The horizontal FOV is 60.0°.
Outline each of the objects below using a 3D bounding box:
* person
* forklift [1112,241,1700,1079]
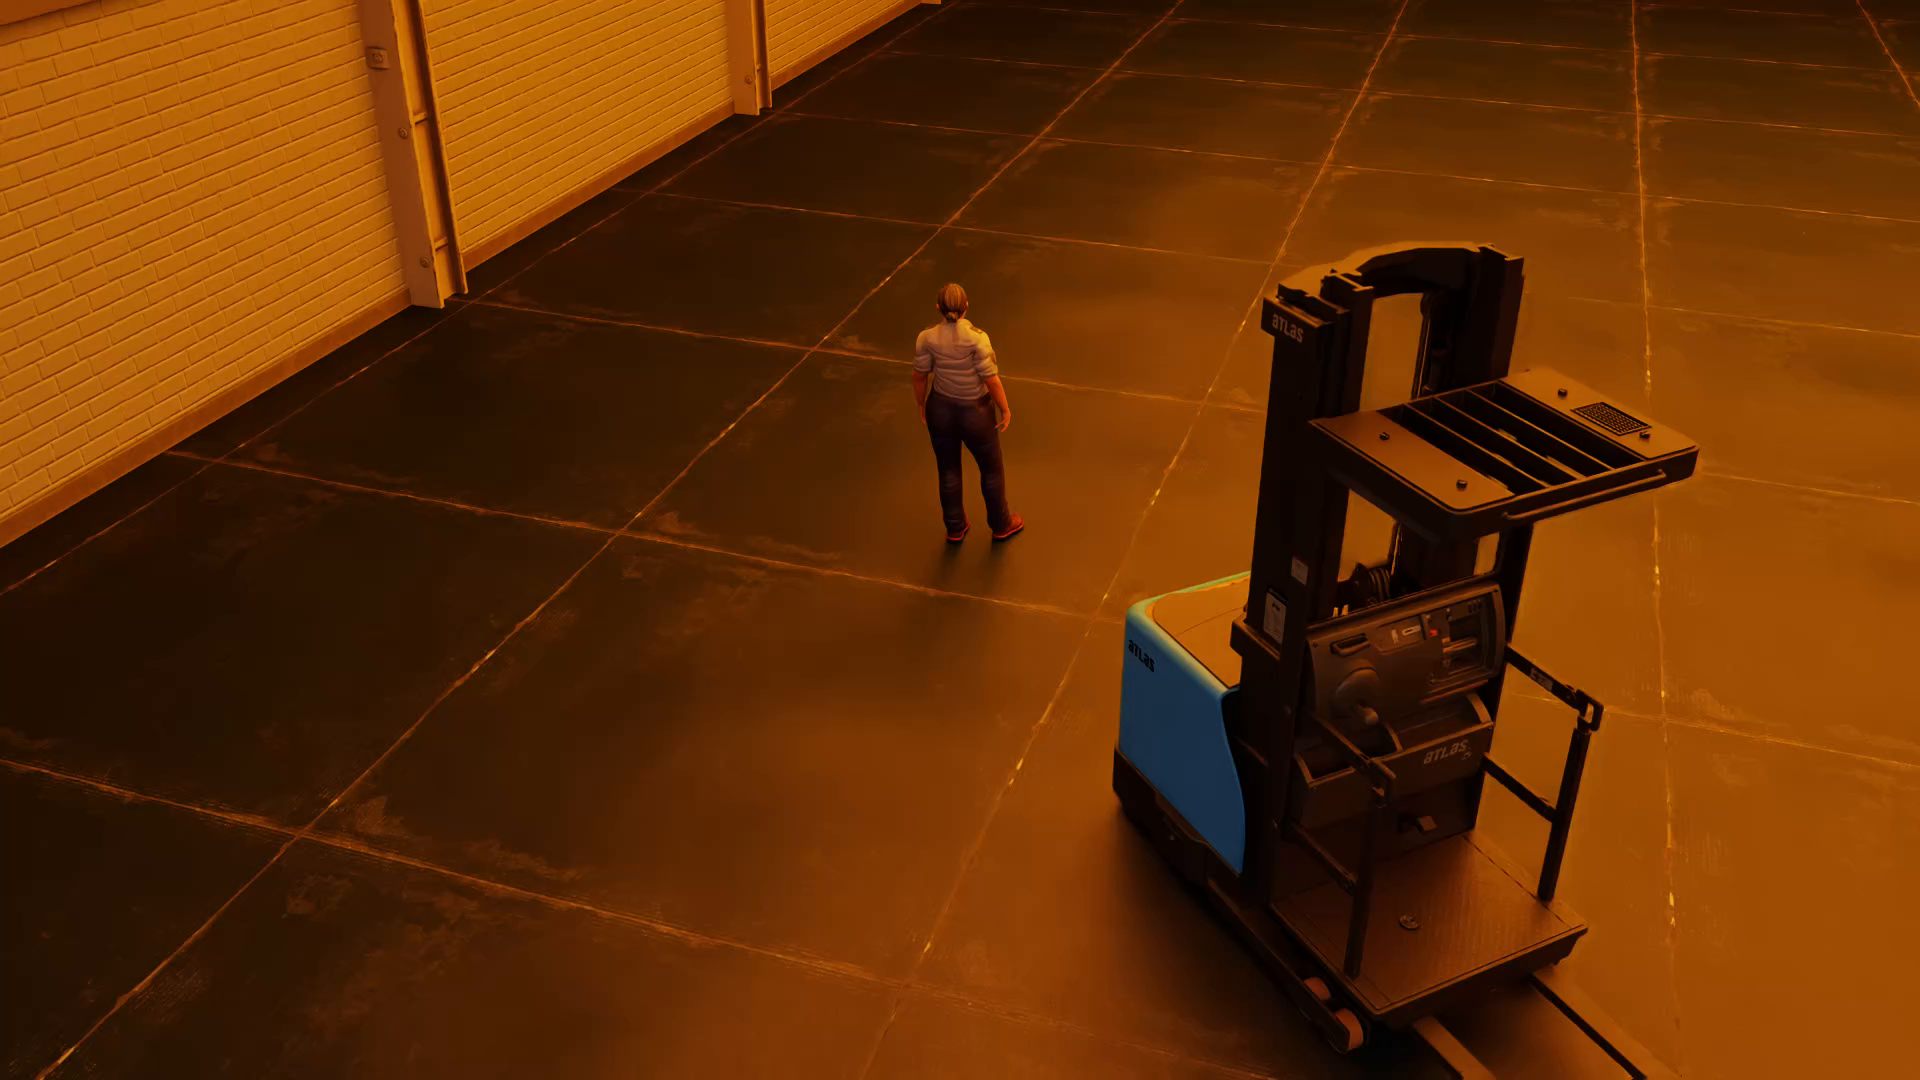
[{"bbox_3d":[0.051,-0.761,9.751,0.598,1.651,0.503,10,31,16],"label":"person"},{"bbox_3d":[1.833,0.492,6.274,1.130,2.935,3.031,-14,32,-23],"label":"forklift"}]
